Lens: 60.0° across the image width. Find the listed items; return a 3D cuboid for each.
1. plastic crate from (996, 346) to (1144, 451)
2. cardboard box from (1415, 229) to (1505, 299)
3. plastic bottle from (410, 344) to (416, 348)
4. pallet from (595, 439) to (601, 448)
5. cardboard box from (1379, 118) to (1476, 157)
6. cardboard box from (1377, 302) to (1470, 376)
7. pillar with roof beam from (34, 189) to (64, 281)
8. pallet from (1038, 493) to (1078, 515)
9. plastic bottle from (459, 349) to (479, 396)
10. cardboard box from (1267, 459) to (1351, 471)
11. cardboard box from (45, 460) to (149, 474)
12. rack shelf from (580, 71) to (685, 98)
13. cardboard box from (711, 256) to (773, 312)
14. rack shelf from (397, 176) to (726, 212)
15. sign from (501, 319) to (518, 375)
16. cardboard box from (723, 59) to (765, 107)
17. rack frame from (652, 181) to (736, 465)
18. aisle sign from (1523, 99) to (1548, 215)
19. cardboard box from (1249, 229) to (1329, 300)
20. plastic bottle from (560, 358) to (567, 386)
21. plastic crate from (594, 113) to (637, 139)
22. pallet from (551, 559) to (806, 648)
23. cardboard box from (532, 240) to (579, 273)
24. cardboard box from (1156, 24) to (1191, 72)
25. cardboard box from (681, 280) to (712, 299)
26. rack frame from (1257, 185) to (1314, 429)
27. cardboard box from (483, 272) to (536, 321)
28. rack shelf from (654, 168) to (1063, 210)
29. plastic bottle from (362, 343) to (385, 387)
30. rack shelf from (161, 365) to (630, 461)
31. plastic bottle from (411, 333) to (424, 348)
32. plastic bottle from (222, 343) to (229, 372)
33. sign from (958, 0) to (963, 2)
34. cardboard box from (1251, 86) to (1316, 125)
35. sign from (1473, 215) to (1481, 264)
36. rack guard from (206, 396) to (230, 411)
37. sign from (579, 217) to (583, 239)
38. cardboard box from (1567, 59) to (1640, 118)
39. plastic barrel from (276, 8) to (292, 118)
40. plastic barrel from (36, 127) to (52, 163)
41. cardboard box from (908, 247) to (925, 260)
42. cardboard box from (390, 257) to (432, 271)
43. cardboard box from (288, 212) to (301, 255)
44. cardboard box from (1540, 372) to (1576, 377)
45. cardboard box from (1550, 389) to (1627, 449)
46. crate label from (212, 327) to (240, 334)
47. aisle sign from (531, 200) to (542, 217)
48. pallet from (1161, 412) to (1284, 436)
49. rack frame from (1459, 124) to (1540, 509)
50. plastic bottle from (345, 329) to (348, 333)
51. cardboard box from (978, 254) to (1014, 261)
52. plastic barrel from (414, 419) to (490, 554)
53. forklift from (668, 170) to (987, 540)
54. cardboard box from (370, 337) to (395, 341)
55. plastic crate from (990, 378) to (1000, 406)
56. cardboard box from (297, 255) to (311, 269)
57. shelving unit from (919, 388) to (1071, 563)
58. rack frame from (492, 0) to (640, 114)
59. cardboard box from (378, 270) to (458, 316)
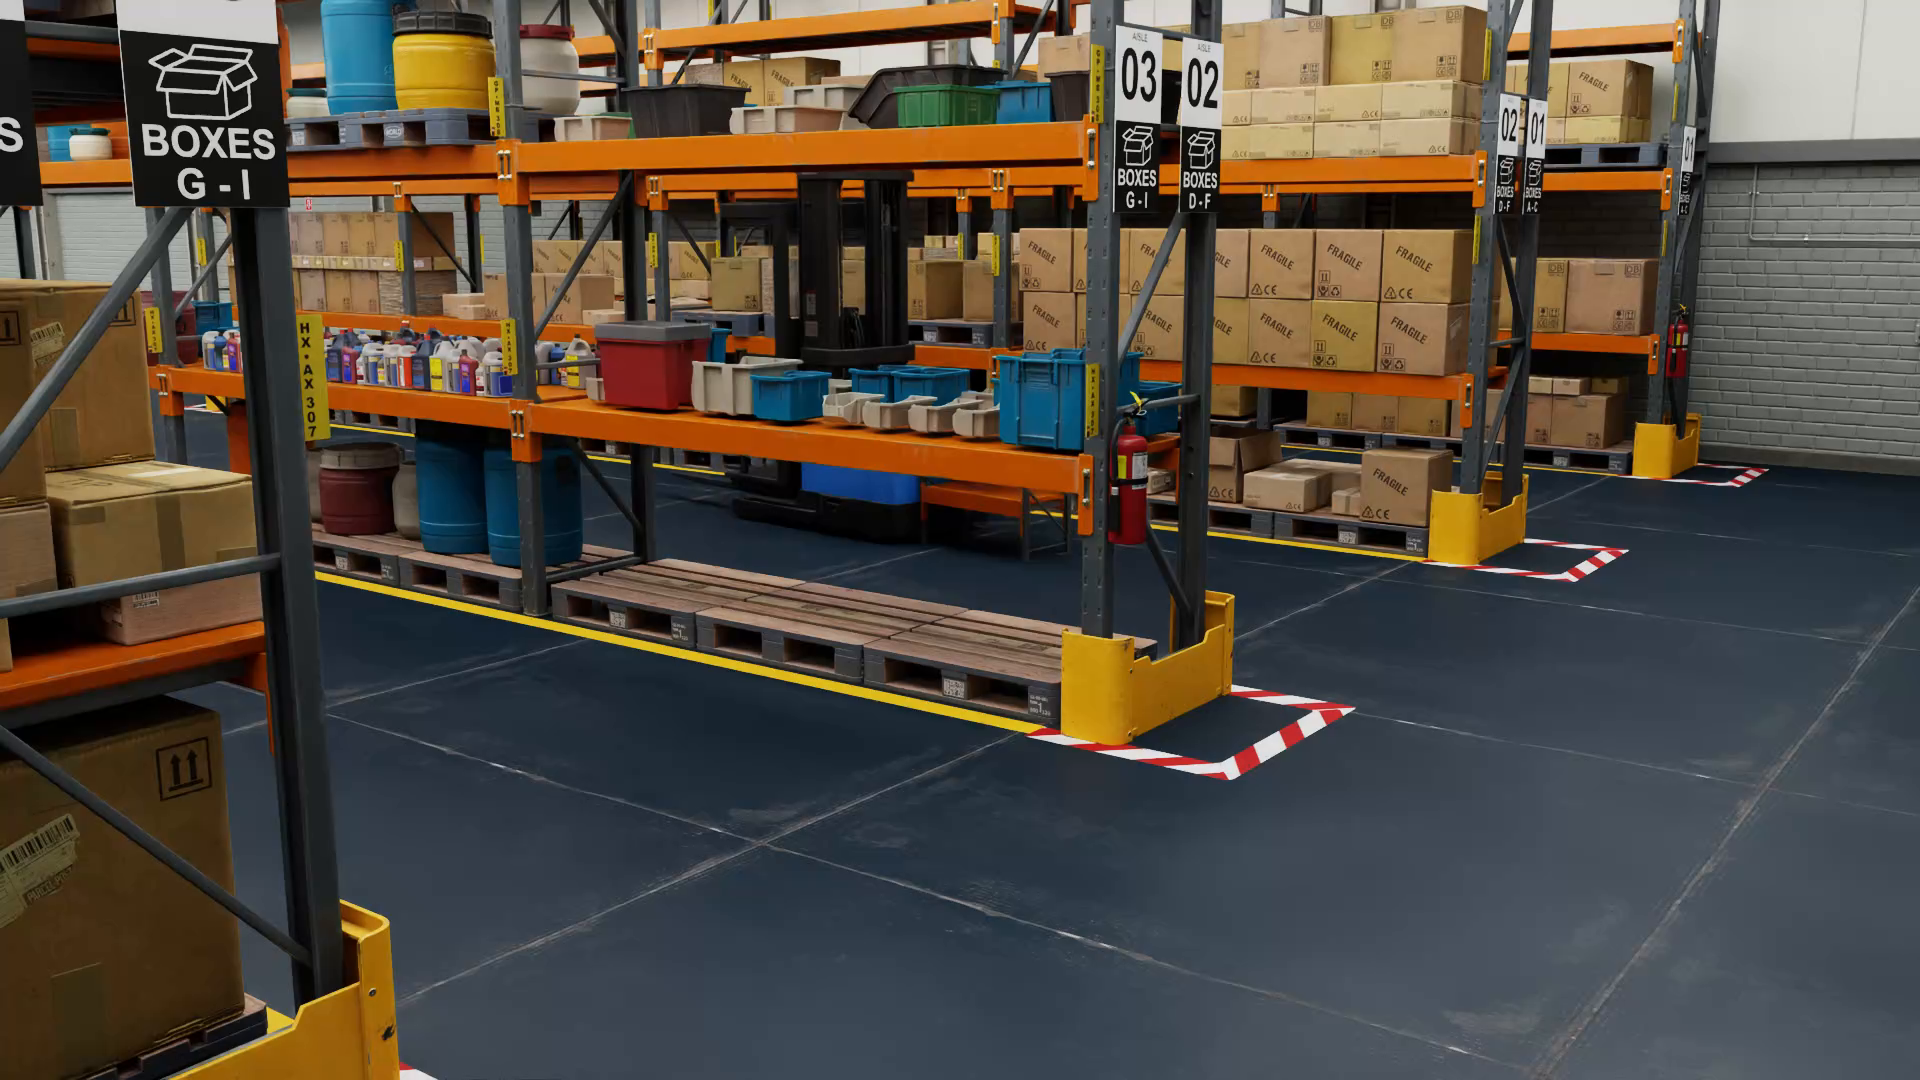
[{"bbox_3d":[0.525,-0.687,7.934,0.499,0.435,0.616,8,13,36],"label":"plastic crate"},{"bbox_3d":[3.639,-2.019,12.175,0.500,0.500,0.500,8,14,37],"label":"cardboard box"},{"bbox_3d":[-3.578,-1.147,10.899,0.097,0.271,0.097,0,11,0],"label":"plastic bottle"},{"bbox_3d":[-4.227,-1.155,17.946,1.213,0.211,1.003,8,13,36],"label":"pallet"},{"bbox_3d":[3.270,-2.806,11.633,0.500,0.250,0.500,8,13,36],"label":"cardboard box"},{"bbox_3d":[3.318,-1.447,11.849,0.500,0.500,0.500,8,14,37],"label":"cardboard box"},{"bbox_3d":[-22.107,-8.311,31.795,0.548,9.000,9.100,8,13,36],"label":"pillar with roof beam"},{"bbox_3d":[1.169,-0.392,14.003,1.213,0.211,1.003,8,13,36],"label":"pallet"},{"bbox_3d":[-3.041,-1.038,10.303,0.133,0.283,0.061,8,13,36],"label":"plastic bottle"},{"bbox_3d":[2.764,-0.472,13.154,0.500,0.250,0.500,8,13,36],"label":"cardboard box"},{"bbox_3d":[-2.676,-0.098,4.752,0.500,0.250,0.500,8,13,35],"label":"cardboard box"},{"bbox_3d":[-4.515,-6.313,23.370,4.000,0.370,1.077,8,13,36],"label":"rack shelf"},{"bbox_3d":[-2.033,-2.490,16.136,0.500,0.500,0.700,3,11,17],"label":"cardboard box"},{"bbox_3d":[-4.220,-3.633,17.408,4.000,0.370,1.077,8,13,36],"label":"rack shelf"},{"bbox_3d":[-2.646,-1.133,9.760,0.005,0.325,0.100,8,13,36],"label":"sign"},{"bbox_3d":[-1.849,-4.194,15.518,0.500,0.500,0.500,8,13,36],"label":"cardboard box"},{"bbox_3d":[-2.608,-2.289,16.463,0.127,3.000,1.000,8,13,36],"label":"rack frame"},{"bbox_3d":[4.069,-2.703,11.759,0.004,0.787,0.394,8,13,36],"label":"aisle sign"},{"bbox_3d":[2.490,-2.051,12.341,0.500,0.500,0.500,8,14,37],"label":"cardboard box"},{"bbox_3d":[-2.573,-1.115,10.920,0.097,0.201,0.097,0,11,0],"label":"plastic bottle"},{"bbox_3d":[-1.798,-2.448,9.949,0.662,0.188,0.450,8,13,36],"label":"plastic crate"},{"bbox_3d":[-1.703,0.365,10.089,1.213,0.211,1.003,8,13,36],"label":"pallet"},{"bbox_3d":[-5.920,-4.152,24.460,0.500,0.500,0.500,8,14,36],"label":"cardboard box"},{"bbox_3d":[1.757,-3.670,12.808,0.500,0.500,0.700,8,13,36],"label":"cardboard box"},{"bbox_3d":[-3.464,-3.440,22.757,0.500,0.250,0.500,8,14,36],"label":"cardboard box"},{"bbox_3d":[3.545,-2.598,18.060,0.127,3.000,1.000,8,13,36],"label":"rack frame"},{"bbox_3d":[-4.798,-2.639,18.012,0.500,0.500,0.500,9,14,40],"label":"cardboard box"},{"bbox_3d":[-0.996,-3.183,15.084,4.000,0.370,1.077,8,13,36],"label":"rack shelf"},{"bbox_3d":[-3.824,-1.154,10.924,0.135,0.276,0.152,8,13,36],"label":"plastic bottle"},{"bbox_3d":[-3.931,-0.953,11.451,4.000,0.370,1.077,8,13,36],"label":"rack shelf"},{"bbox_3d":[-3.822,-1.320,11.761,0.133,0.283,0.061,8,13,36],"label":"plastic bottle"},{"bbox_3d":[-5.229,-1.307,11.911,0.097,0.201,0.097,0,11,0],"label":"plastic bottle"},{"bbox_3d":[0.008,-6.406,19.284,0.005,0.325,0.100,8,13,36],"label":"sign"},{"bbox_3d":[2.471,-3.165,12.176,0.500,0.250,0.500,8,13,36],"label":"cardboard box"},{"bbox_3d":[3.496,-2.030,11.246,0.005,0.325,0.100,8,13,36],"label":"sign"},{"bbox_3d":[-9.075,-1.964,21.363,0.348,0.500,1.175,8,13,36],"label":"rack guard"},{"bbox_3d":[-5.782,-4.753,25.321,0.005,0.325,0.100,8,13,36],"label":"sign"},{"bbox_3d":[6.018,-4.211,15.554,0.500,0.500,0.500,8,13,35],"label":"cardboard box"},{"bbox_3d":[-5.087,-3.356,11.847,0.708,0.830,0.600,8,13,36],"label":"plastic barrel"},{"bbox_3d":[-7.701,-3.602,14.033,0.600,0.901,0.600,0,11,0],"label":"plastic barrel"},{"bbox_3d":[-0.530,-3.423,20.902,0.500,0.500,0.700,6,13,30],"label":"cardboard box"},{"bbox_3d":[-6.178,-3.104,18.704,0.250,0.149,0.380,8,13,35],"label":"cardboard box"},{"bbox_3d":[-7.811,-3.699,20.073,0.500,0.500,0.700,8,14,36],"label":"cardboard box"},{"bbox_3d":[5.956,-1.582,16.579,0.250,0.149,0.380,8,14,36],"label":"cardboard box"},{"bbox_3d":[6.146,-1.190,16.261,0.500,0.500,0.700,8,13,36],"label":"cardboard box"},{"bbox_3d":[-5.660,-1.553,13.102,0.416,0.233,0.303,8,13,36],"label":"crate label"},{"bbox_3d":[-6.362,-5.185,24.591,0.004,0.787,0.394,8,13,36],"label":"aisle sign"},{"bbox_3d":[2.879,-1.304,18.714,1.213,0.211,1.003,8,13,36],"label":"pallet"},{"bbox_3d":[3.840,-1.389,11.813,0.127,3.000,1.000,8,13,36],"label":"rack frame"},{"bbox_3d":[-4.539,-1.424,12.331,0.097,0.271,0.097,0,11,0],"label":"plastic bottle"},{"bbox_3d":[0.561,-3.159,19.860,0.500,0.500,0.500,8,14,37],"label":"cardboard box"},{"bbox_3d":[-3.318,-0.400,11.121,0.708,0.901,0.600,8,13,36],"label":"plastic barrel"},{"bbox_3d":[-1.202,-1.653,13.357,3.031,2.935,1.130,10,15,43],"label":"forklift"},{"bbox_3d":[-6.826,-2.175,20.035,0.500,0.500,0.500,8,13,36],"label":"cardboard box"},{"bbox_3d":[0.371,-0.731,8.693,0.300,0.233,0.416,8,13,36],"label":"plastic crate"},{"bbox_3d":[-7.629,-3.306,19.748,0.250,0.149,0.380,8,14,36],"label":"cardboard box"},{"bbox_3d":[0.250,-0.490,12.102,1.048,1.125,0.538,10,15,43],"label":"shelving unit"},{"bbox_3d":[-2.319,-4.026,9.651,0.127,3.000,1.000,8,13,36],"label":"rack frame"},{"bbox_3d":[-6.193,-2.836,19.030,0.500,0.500,0.700,8,13,34],"label":"cardboard box"}]
